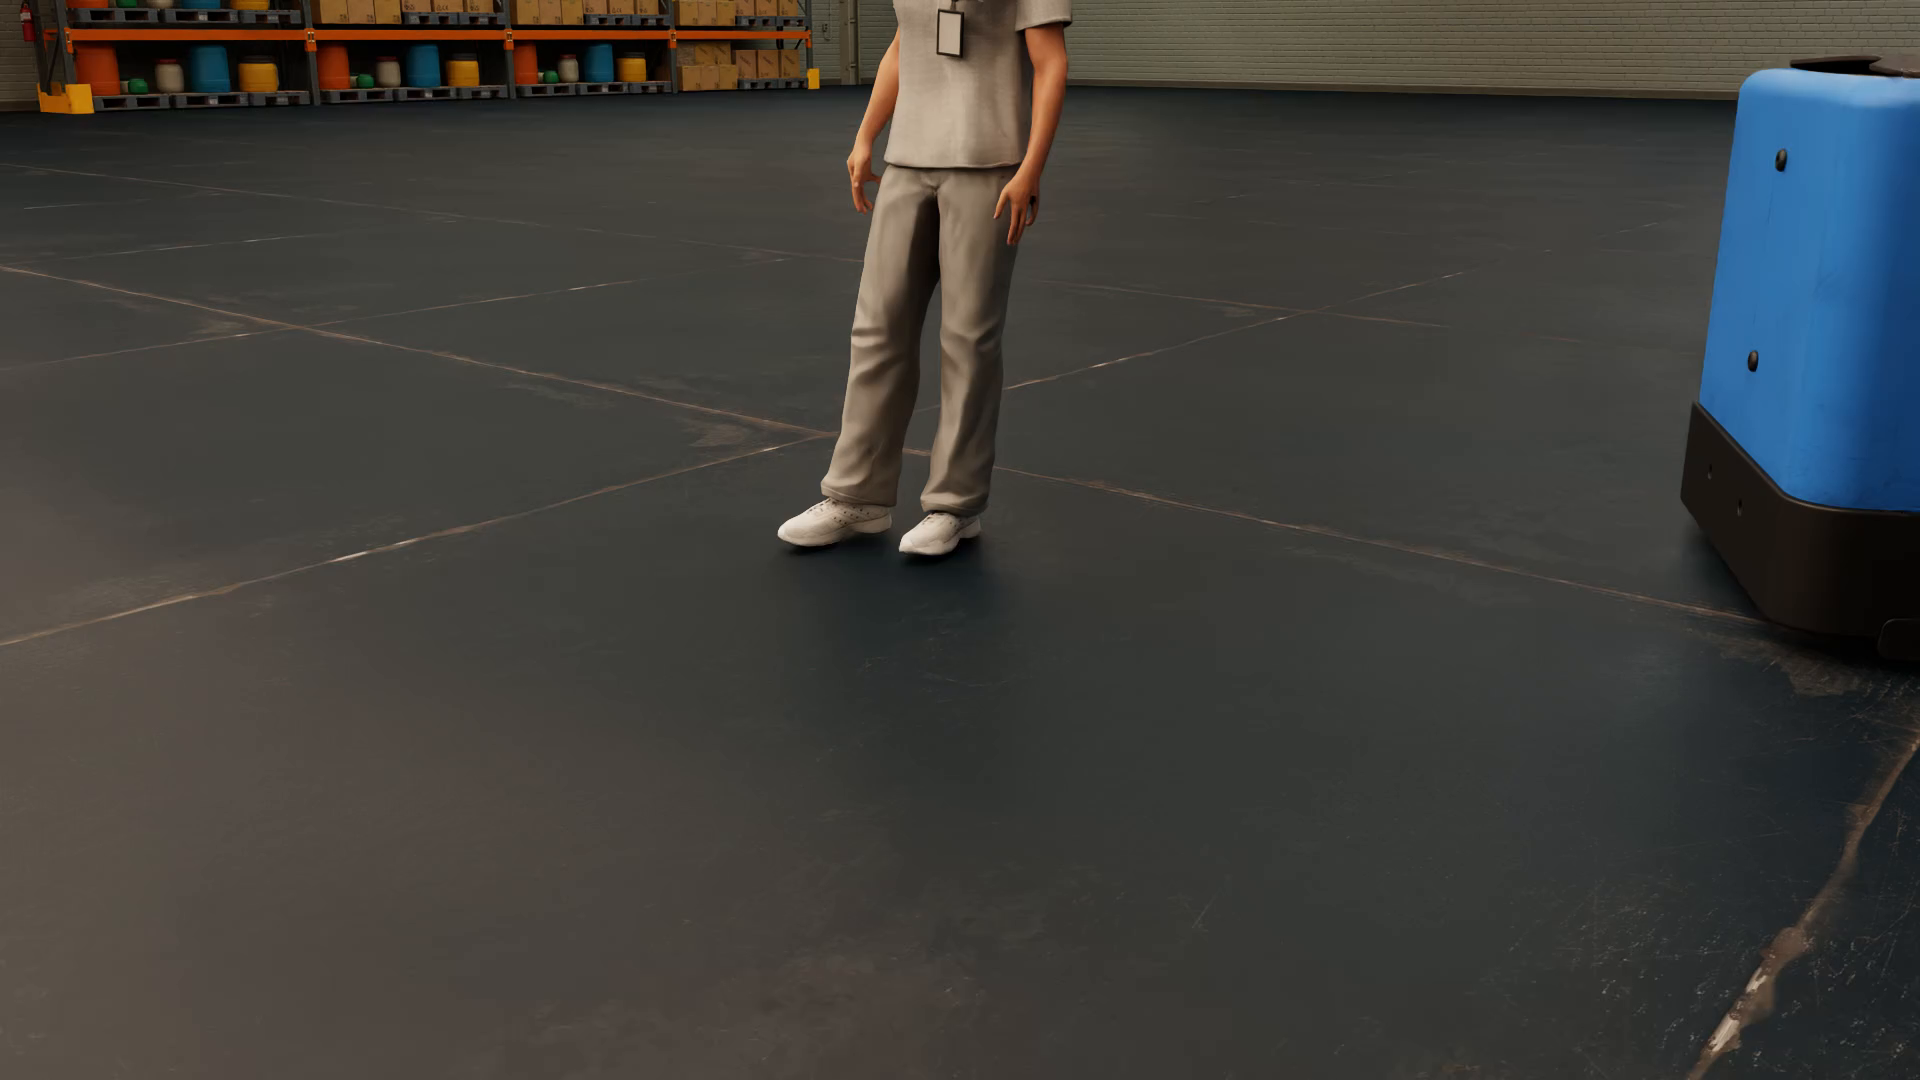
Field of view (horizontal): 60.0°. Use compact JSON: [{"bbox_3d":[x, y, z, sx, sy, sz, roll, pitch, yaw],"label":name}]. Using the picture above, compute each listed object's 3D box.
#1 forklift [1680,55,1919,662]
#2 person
[{"bbox_3d":[3.125,-1.215,2.899,3.031,2.935,1.130,4,17,12],"label":"forklift"},{"bbox_3d":[-0.058,-0.795,3.650,0.550,1.673,0.548,13,21,37],"label":"person"}]
